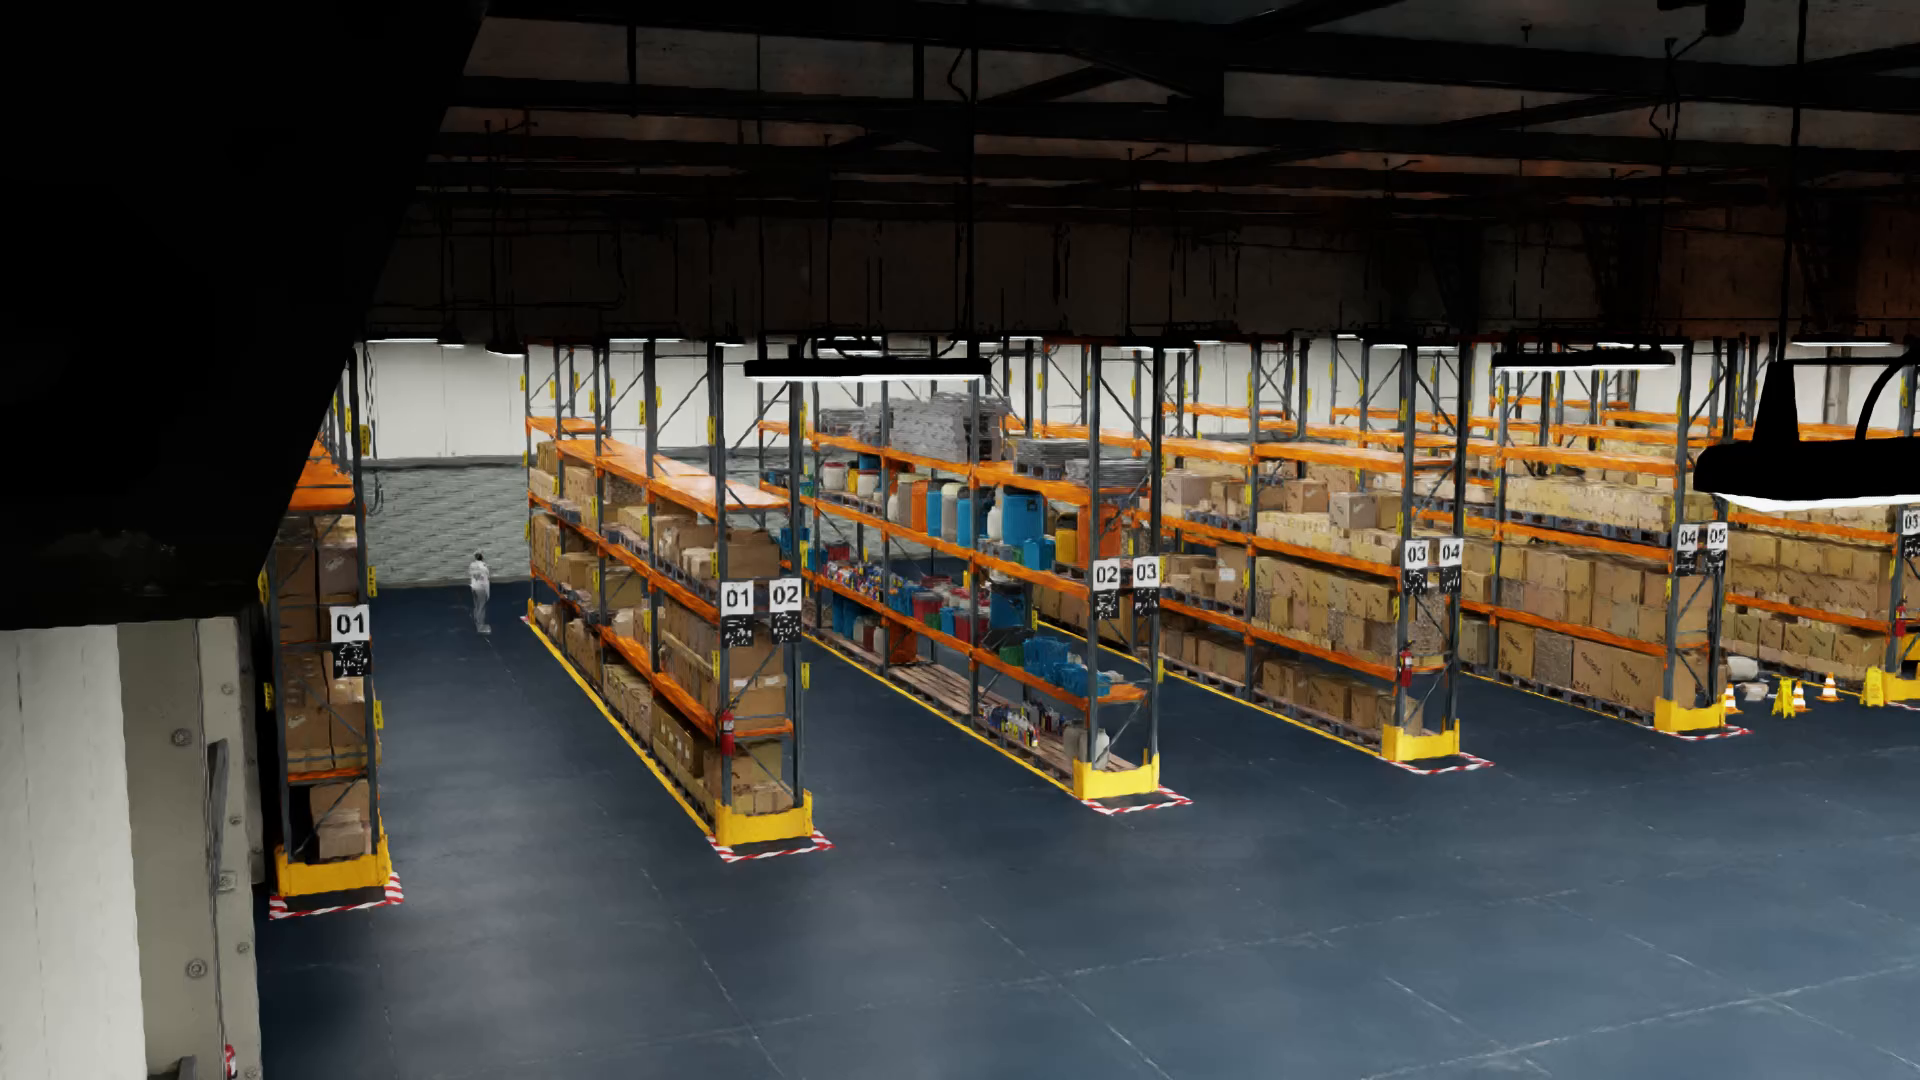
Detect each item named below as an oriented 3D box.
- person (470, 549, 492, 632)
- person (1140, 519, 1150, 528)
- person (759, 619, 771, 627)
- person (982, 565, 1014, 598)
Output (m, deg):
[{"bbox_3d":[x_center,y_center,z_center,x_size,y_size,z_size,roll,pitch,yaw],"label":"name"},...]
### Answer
[{"bbox_3d":[-9.692,1.014,33.700,0.537,1.677,0.416,6,10,38],"label":"person"},{"bbox_3d":[4.528,-0.044,41.310,0.601,1.773,0.712,4,9,29],"label":"person"},{"bbox_3d":[-3.632,1.356,30.836,0.593,1.744,0.651,0,8,0],"label":"person"},{"bbox_3d":[0.801,0.915,34.368,0.702,1.735,0.549,-3,8,-22],"label":"person"}]
